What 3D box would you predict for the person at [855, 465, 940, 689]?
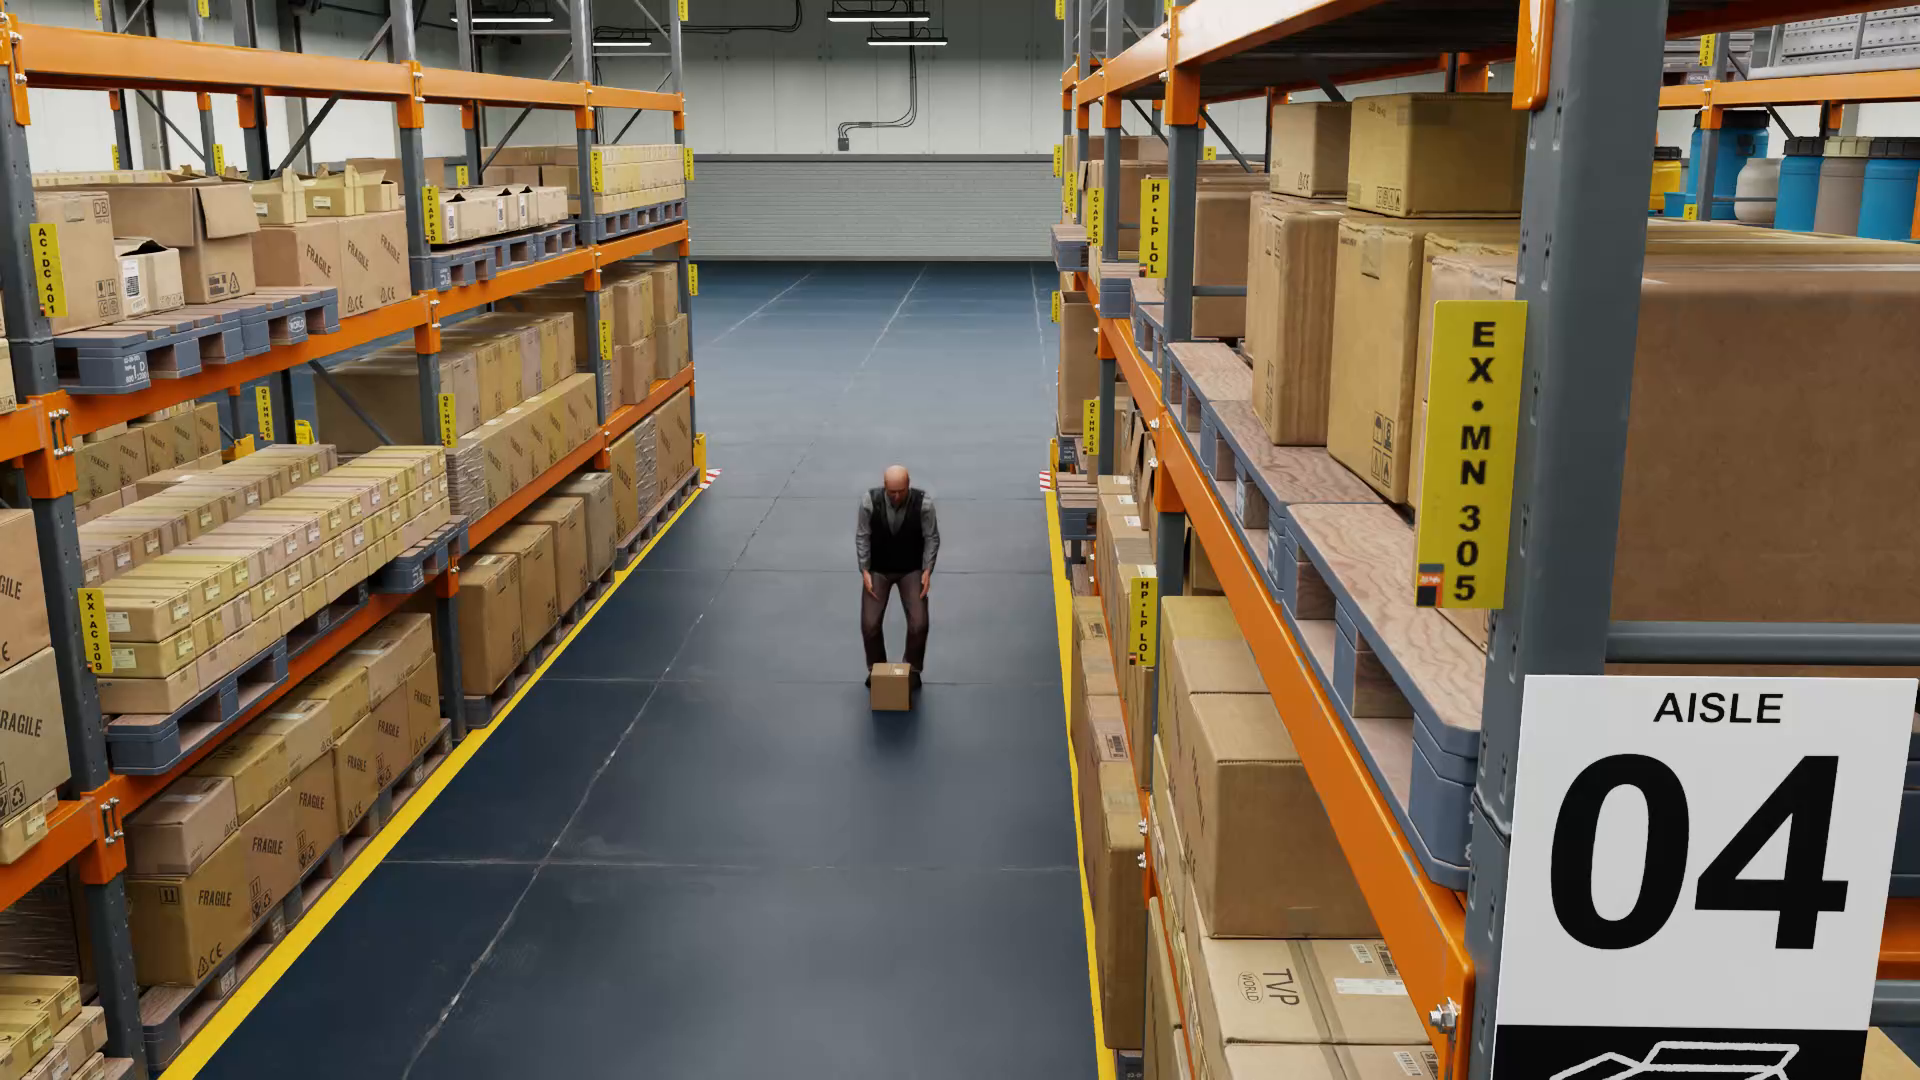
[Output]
[{"bbox_3d":[-0.422,0.231,11.427,0.581,1.581,0.555,1,14,2],"label":"person"}]
